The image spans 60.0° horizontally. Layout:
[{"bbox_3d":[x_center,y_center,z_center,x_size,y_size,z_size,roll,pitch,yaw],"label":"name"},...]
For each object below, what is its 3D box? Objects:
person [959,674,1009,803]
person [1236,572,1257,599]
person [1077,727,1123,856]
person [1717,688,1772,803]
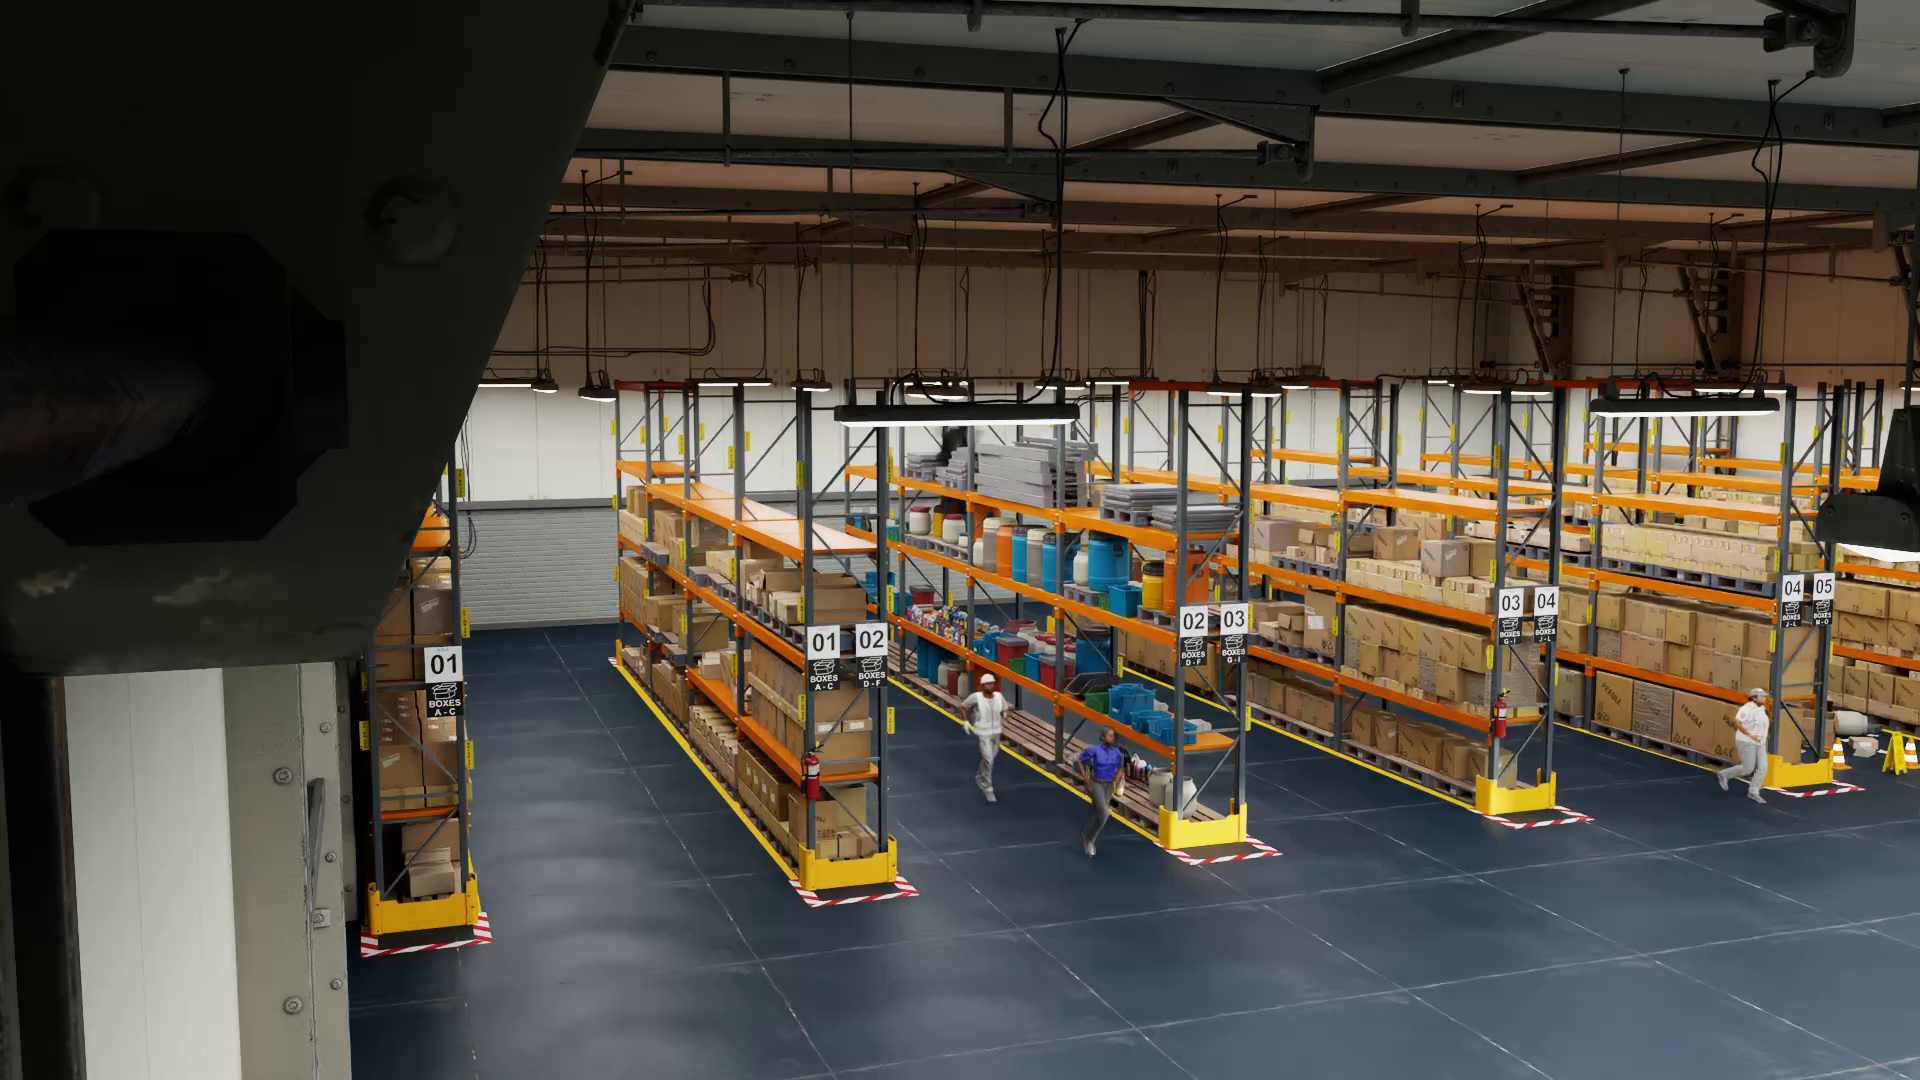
[{"bbox_3d":[0.396,2.868,24.334,0.664,1.843,0.799,-4,7,-32],"label":"person"},{"bbox_3d":[7.109,1.097,41.232,1.033,1.713,0.714,-2,6,-18],"label":"person"},{"bbox_3d":[1.853,3.262,21.596,0.591,1.642,0.602,-4,7,-32],"label":"person"},{"bbox_3d":[11.569,2.967,24.358,0.638,1.645,0.735,-4,7,-32],"label":"person"}]
